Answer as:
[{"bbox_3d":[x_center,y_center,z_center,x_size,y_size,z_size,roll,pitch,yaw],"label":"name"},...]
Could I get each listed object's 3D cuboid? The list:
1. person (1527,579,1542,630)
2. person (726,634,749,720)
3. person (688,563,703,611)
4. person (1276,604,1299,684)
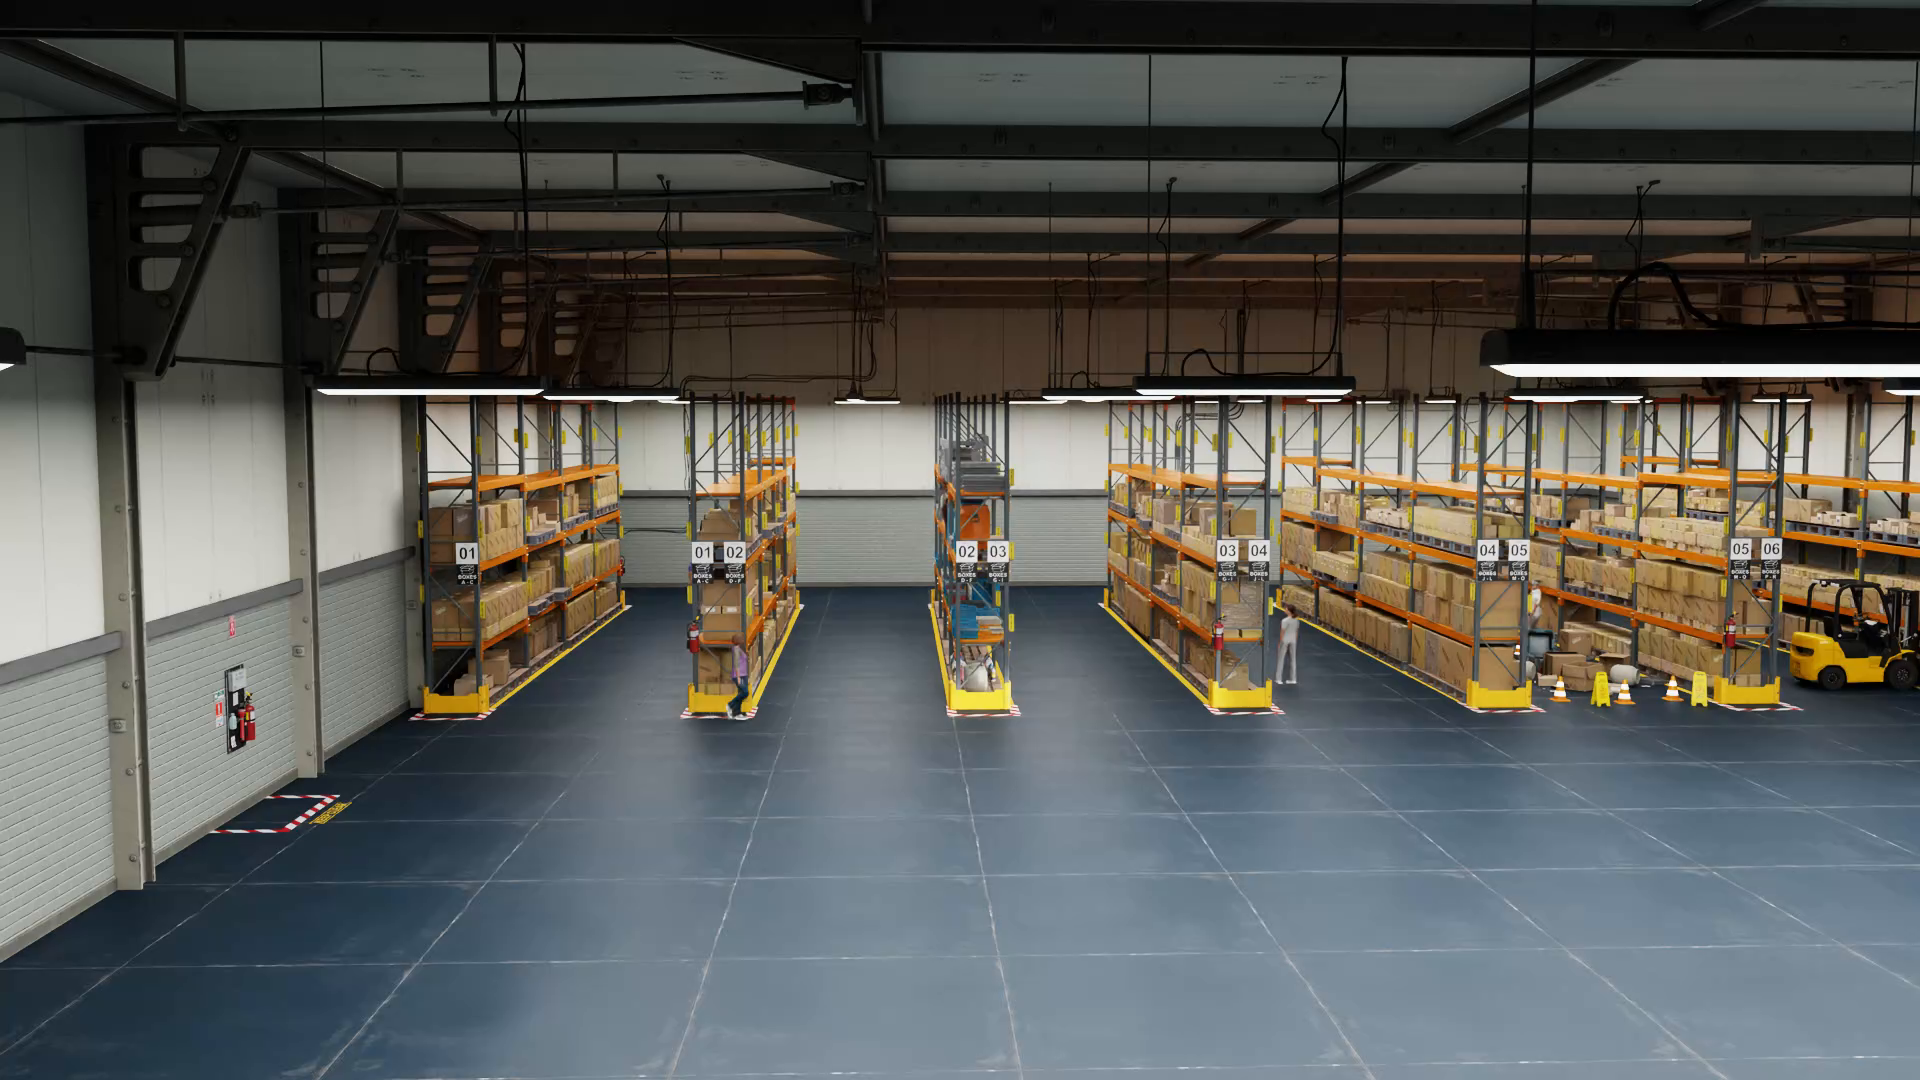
[{"bbox_3d":[13.296,1.781,38.812,0.559,1.790,0.598,3,6,35],"label":"person"},{"bbox_3d":[-4.020,2.490,30.246,0.455,1.593,0.457,1,5,12],"label":"person"},{"bbox_3d":[-7.420,1.162,46.901,0.433,1.612,0.928,0,5,3],"label":"person"},{"bbox_3d":[6.772,2.147,34.351,0.476,1.682,0.460,0,5,-5],"label":"person"}]
